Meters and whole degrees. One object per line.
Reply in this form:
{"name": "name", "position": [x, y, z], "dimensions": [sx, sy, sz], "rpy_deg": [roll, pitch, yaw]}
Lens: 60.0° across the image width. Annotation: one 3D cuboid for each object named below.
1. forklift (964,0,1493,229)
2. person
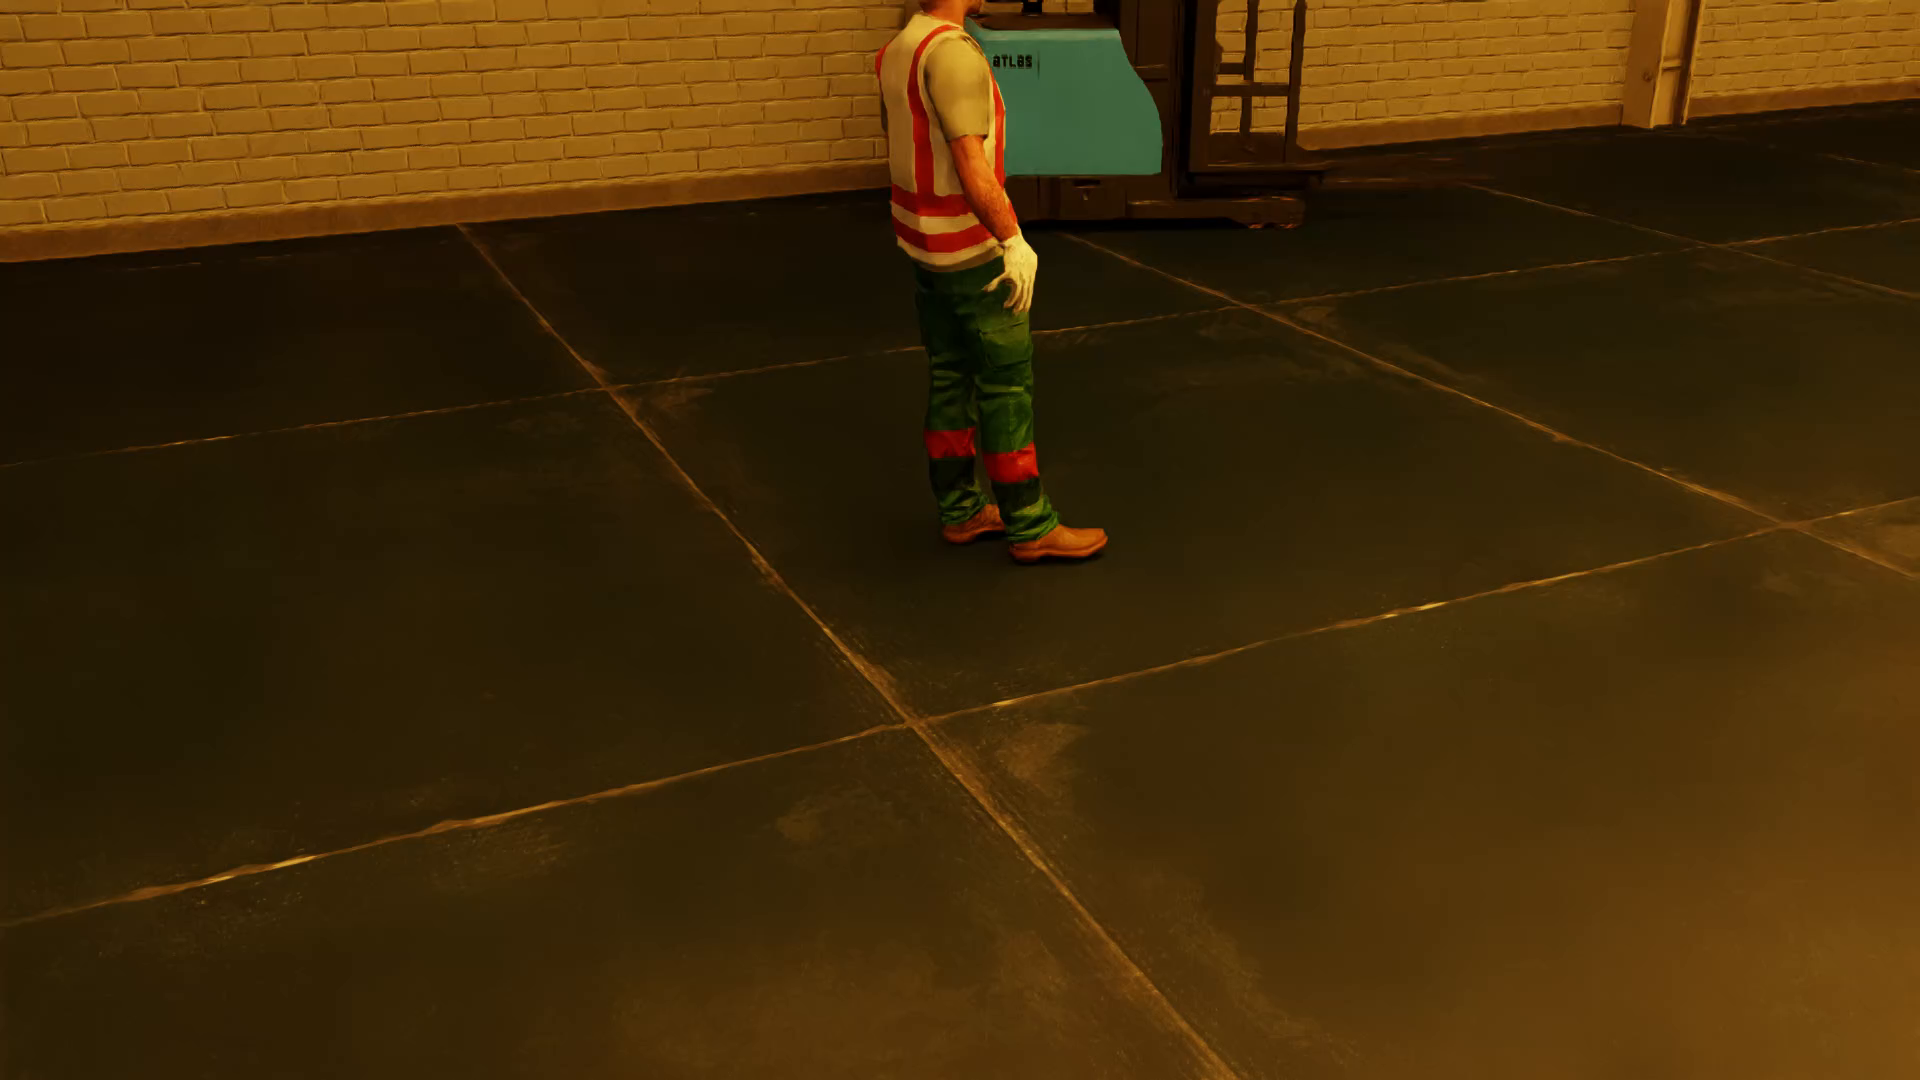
{"name": "forklift", "position": [1.514, -3.294, 9.215], "dimensions": [3.031, 2.935, 1.130], "rpy_deg": [-2, 23, -5]}
{"name": "person", "position": [0.077, -0.842, 4.783], "dimensions": [0.563, 1.787, 0.637], "rpy_deg": [-10, 25, -23]}
